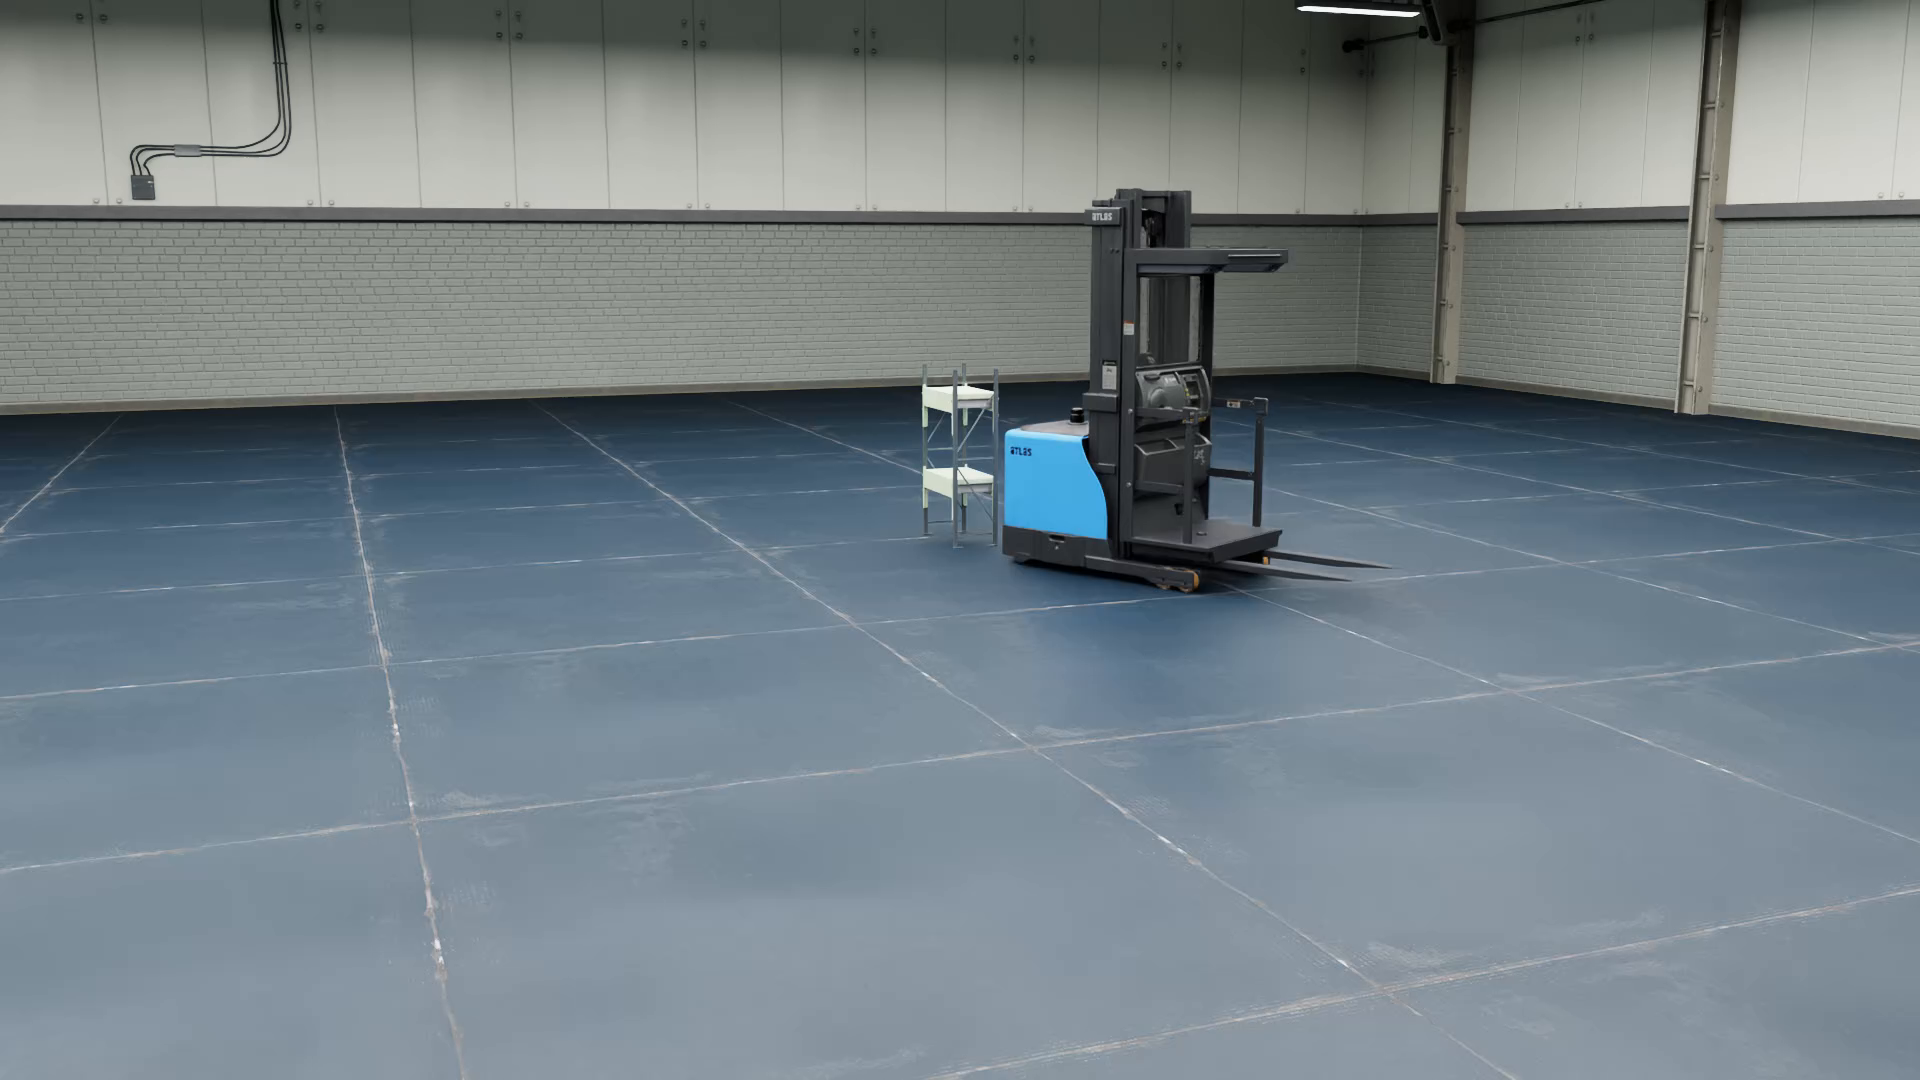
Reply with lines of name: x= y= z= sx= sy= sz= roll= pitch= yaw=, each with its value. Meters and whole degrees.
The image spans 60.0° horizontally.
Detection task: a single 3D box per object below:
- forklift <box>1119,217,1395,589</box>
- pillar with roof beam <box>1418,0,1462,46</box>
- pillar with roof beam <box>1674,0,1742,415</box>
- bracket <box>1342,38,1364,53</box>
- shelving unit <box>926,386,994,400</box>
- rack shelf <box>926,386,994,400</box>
forklift: x=2.116 y=-1.012 z=12.309 sx=2.170 sy=2.733 sz=1.118 roll=9 pitch=13 yaw=40
pillar with roof beam: x=4.743 y=-10.010 z=27.831 sx=8.718 sy=2.987 sz=0.548 roll=-4 pitch=11 yaw=-21
pillar with roof beam: x=7.096 y=-6.083 z=22.920 sx=9.100 sy=9.000 sz=0.548 roll=-4 pitch=11 yaw=-21
bracket: x=7.594 y=-9.539 z=32.076 sx=0.235 sy=0.232 sz=0.430 roll=-4 pitch=11 yaw=-21
shelving unit: x=-0.002 y=-1.255 z=14.203 sx=0.368 sy=0.052 sz=0.686 roll=-4 pitch=11 yaw=-21
rack shelf: x=-0.002 y=-1.255 z=14.203 sx=0.368 sy=0.052 sz=0.686 roll=-4 pitch=11 yaw=-21
